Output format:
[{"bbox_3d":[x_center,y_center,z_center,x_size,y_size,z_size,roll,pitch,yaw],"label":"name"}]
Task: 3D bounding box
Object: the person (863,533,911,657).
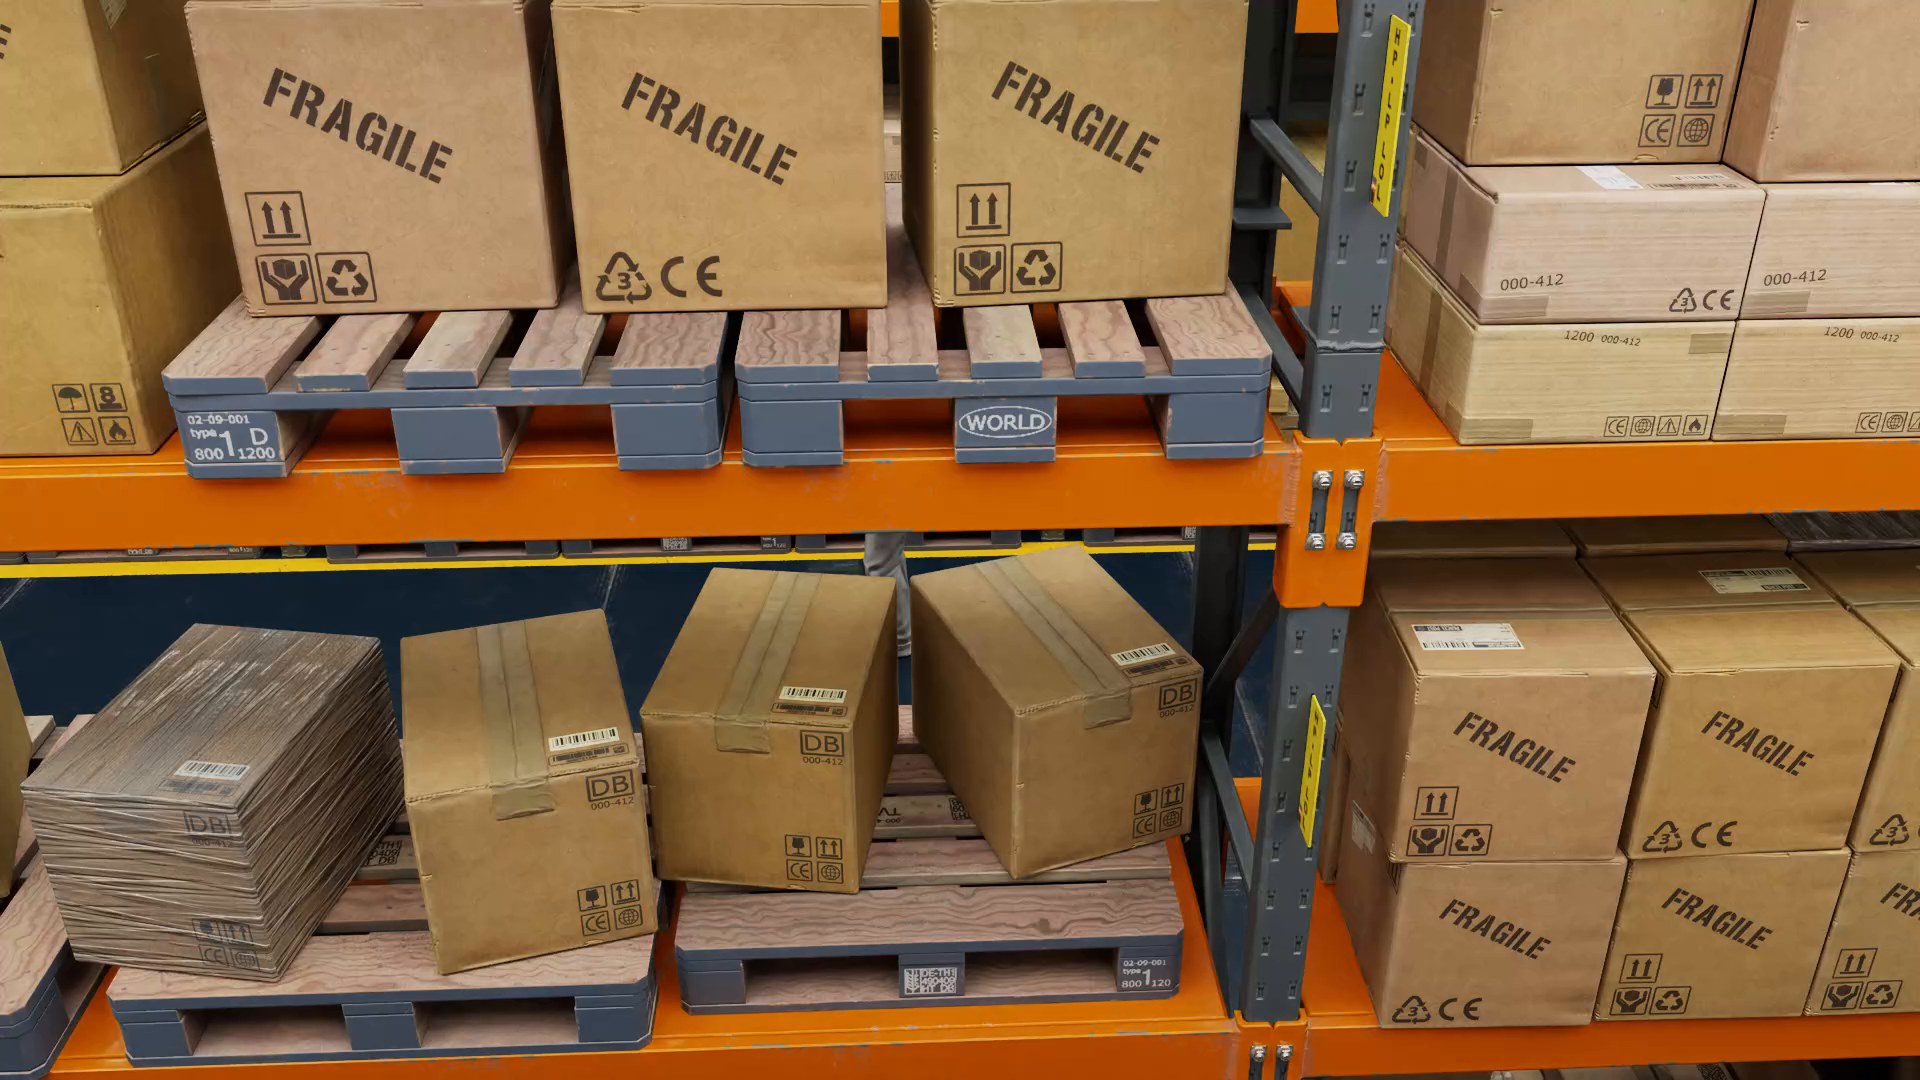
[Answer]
[{"bbox_3d":[-0.347,-0.243,7.585,0.360,1.673,0.485,-1,28,-2],"label":"person"}]
